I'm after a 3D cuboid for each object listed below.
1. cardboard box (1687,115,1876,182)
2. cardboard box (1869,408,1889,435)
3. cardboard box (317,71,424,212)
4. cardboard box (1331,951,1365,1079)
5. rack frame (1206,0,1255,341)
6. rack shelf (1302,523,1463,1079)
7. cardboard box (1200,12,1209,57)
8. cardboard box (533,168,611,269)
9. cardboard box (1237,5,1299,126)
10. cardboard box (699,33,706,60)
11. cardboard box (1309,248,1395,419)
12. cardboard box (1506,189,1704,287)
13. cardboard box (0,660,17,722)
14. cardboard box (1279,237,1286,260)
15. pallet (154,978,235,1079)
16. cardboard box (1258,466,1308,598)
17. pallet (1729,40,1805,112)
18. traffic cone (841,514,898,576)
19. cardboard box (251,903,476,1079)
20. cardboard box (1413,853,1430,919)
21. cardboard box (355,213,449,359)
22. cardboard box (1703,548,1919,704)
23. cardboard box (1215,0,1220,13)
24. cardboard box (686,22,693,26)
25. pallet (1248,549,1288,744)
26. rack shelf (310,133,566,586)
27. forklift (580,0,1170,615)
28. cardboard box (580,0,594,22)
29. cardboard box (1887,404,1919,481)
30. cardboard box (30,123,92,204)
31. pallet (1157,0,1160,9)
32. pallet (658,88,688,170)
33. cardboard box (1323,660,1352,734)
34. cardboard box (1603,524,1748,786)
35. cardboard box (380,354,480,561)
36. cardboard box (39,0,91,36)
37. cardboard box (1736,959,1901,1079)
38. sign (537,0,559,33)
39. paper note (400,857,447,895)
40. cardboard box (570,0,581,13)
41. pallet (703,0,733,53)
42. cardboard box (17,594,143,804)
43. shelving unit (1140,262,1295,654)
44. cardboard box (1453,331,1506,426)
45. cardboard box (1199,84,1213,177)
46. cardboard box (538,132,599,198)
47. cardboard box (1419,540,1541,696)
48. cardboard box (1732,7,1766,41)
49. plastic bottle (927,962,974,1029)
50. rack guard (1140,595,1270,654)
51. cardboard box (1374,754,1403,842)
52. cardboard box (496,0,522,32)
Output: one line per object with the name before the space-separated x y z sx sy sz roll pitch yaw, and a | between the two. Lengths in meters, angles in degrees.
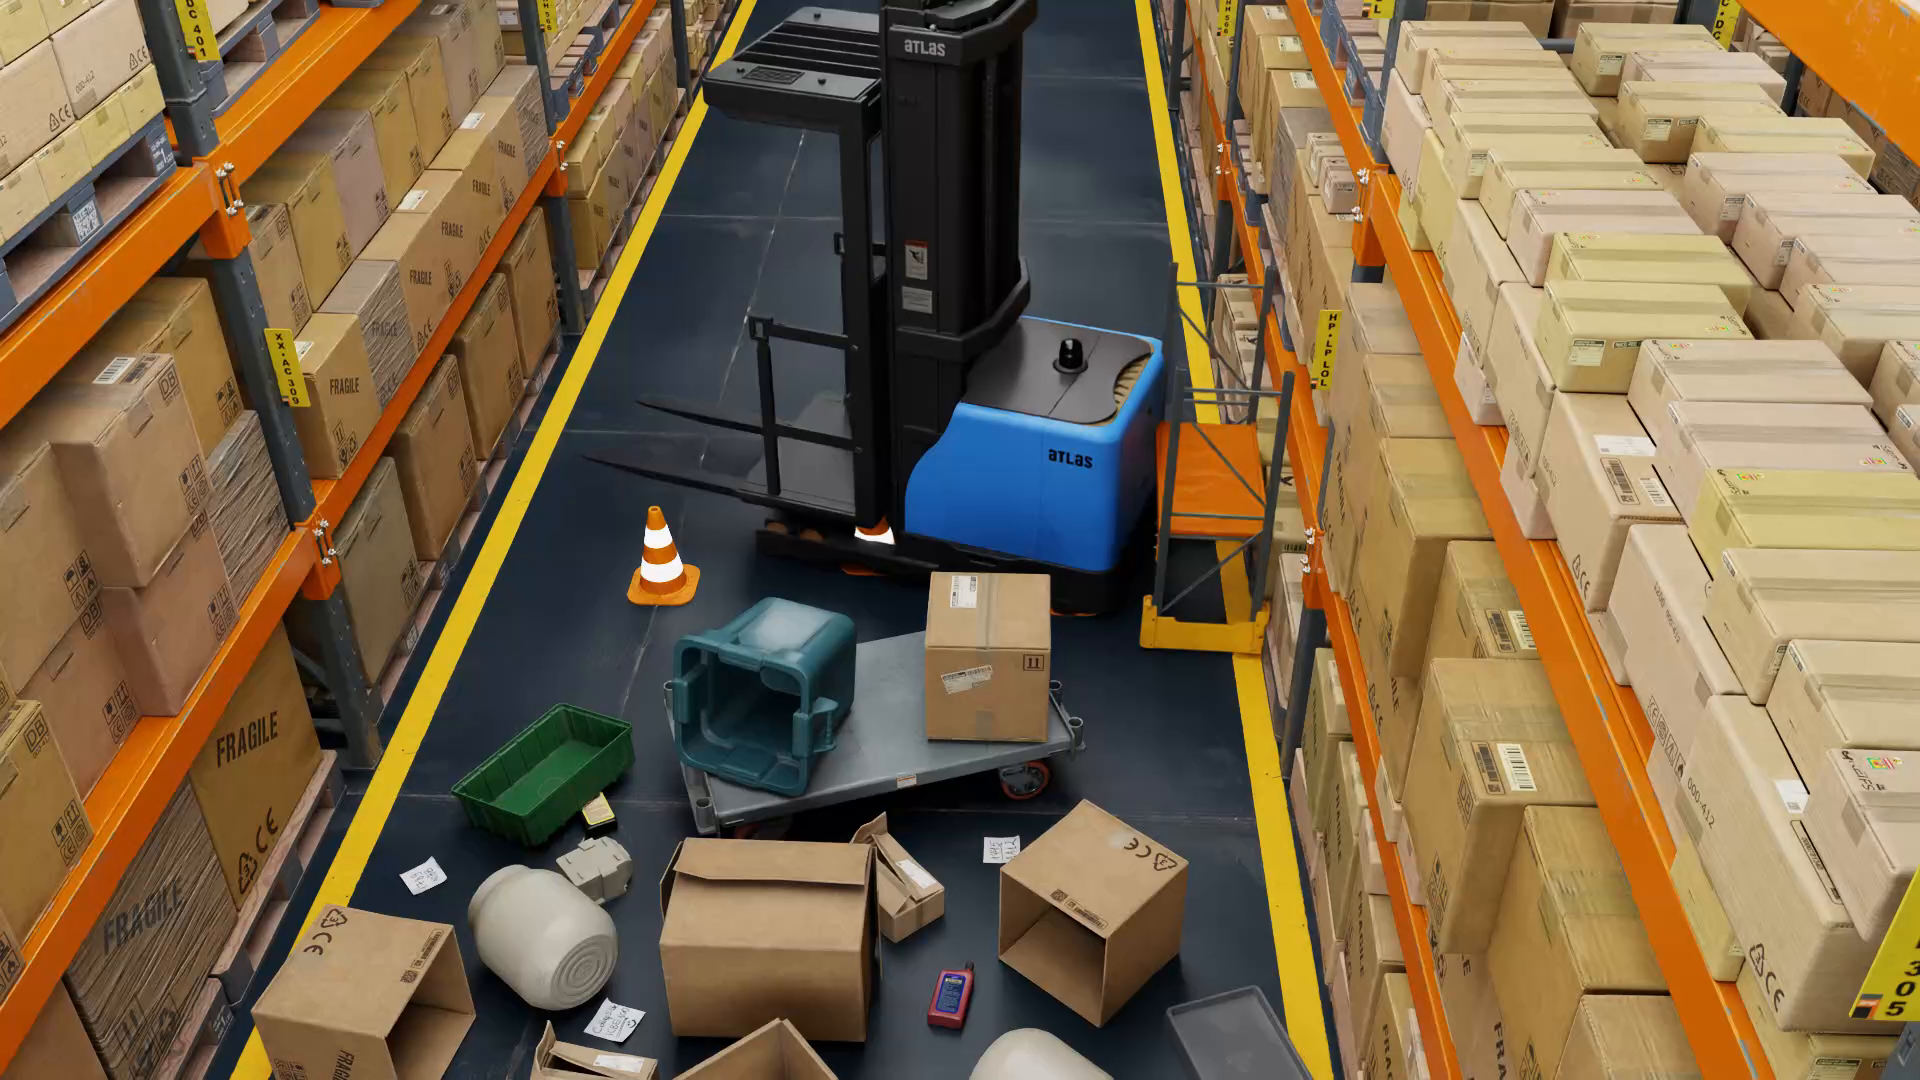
cardboard box | 2.192 -1.019 4.454 0.380 0.149 0.250 2 35 3
cardboard box | 2.051 -0.065 3.443 0.500 0.250 0.500 2 35 3
cardboard box | -2.976 -1.874 7.797 0.700 0.500 0.500 1 35 1
cardboard box | 1.577 1.691 5.707 0.500 0.250 0.500 1 35 1
rack frame | 2.060 -2.505 9.651 1.000 3.000 0.127 1 35 2
rack shelf | 1.819 1.237 4.953 1.077 0.370 4.000 1 35 2
cardboard box | 1.862 -3.323 10.945 0.500 0.250 0.500 1 35 1
cardboard box | -2.607 -2.110 10.899 0.500 0.500 0.500 0 35 0
cardboard box | 1.811 -2.586 9.055 0.500 0.500 0.500 0 35 1
cardboard box | -2.383 -4.219 14.204 0.380 0.149 0.250 2 35 3
cardboard box | 1.688 -0.812 6.531 0.500 0.500 0.500 1 35 1
cardboard box | 1.563 -0.734 4.048 0.380 0.149 0.250 1 35 1
cardboard box | -3.178 0.376 4.483 0.875 0.550 0.500 1 35 2
cardboard box | 1.748 -1.464 8.023 0.380 0.149 0.250 2 35 3
pallet | -3.206 2.016 5.644 1.003 0.211 1.213 1 35 2
cardboard box | 1.943 -0.018 8.032 0.950 0.372 0.625 3 35 5
pallet | 7.209 -3.944 14.124 1.003 0.211 1.213 1 35 2
traffic cone | -0.437 -0.103 8.440 0.336 0.463 0.334 1 35 2
cardboard box | -2.088 1.675 5.876 0.500 0.500 0.500 7 36 10
cardboard box | 1.573 0.745 4.681 0.500 0.500 0.500 2 35 2
cardboard box | -2.719 -1.177 7.674 0.500 0.500 0.500 1 35 2
cardboard box | 1.498 0.146 2.796 0.380 0.149 0.250 1 35 1
cardboard box | 1.832 -3.553 10.185 0.500 0.500 0.500 2 35 3
cardboard box | -2.475 -4.334 14.110 0.380 0.149 0.250 2 35 2
pallet | 1.929 0.487 7.819 1.003 0.211 1.213 1 35 2
rack shelf | -2.971 -1.117 8.303 1.077 0.370 4.000 1 35 2
forklift | -0.516 -1.354 8.073 3.031 2.935 1.130 12 37 17
cardboard box | -2.632 -3.499 10.920 0.380 0.149 0.250 2 35 3
cardboard box | 2.021 -0.133 3.192 0.380 0.149 0.250 1 35 2
cardboard box | -2.765 -1.090 4.795 0.380 0.149 0.250 2 35 3
pallet | 2.427 -5.499 16.336 1.003 0.211 1.213 1 35 2
pallet | -2.759 -3.271 13.166 1.003 0.211 1.213 1 35 2
cardboard box | 1.541 0.578 6.075 0.380 0.149 0.250 2 35 3
cardboard box | 1.525 0.215 3.044 0.500 0.250 0.500 1 35 1
cardboard box | -3.073 -0.427 8.286 1.050 0.750 0.750 1 35 2
cardboard box | -2.757 -1.563 4.776 0.380 0.149 0.250 1 35 2
cardboard box | 1.473 0.756 2.621 0.380 0.149 0.250 1 35 2
sign | -2.336 -3.024 9.382 0.100 0.325 0.005 1 35 2
paper note | -2.173 1.359 6.735 0.147 0.020 0.142 -24 42 -30
cardboard box | -2.644 -3.479 10.632 0.380 0.149 0.250 1 35 2
pallet | -2.692 -4.807 15.353 1.003 0.211 1.213 1 35 2
cardboard box | -3.193 0.512 5.228 0.875 0.550 0.550 1 35 2
shelving unit | 1.195 -0.399 7.881 0.587 1.500 1.083 3 35 3
cardboard box | 1.502 -0.419 4.293 0.380 0.149 0.250 1 35 1
cardboard box | 2.247 -3.228 12.163 0.875 0.875 0.875 2 35 3
cardboard box | -2.621 -2.407 10.669 0.500 0.250 0.500 0 35 0
cardboard box | 1.645 0.352 4.371 0.700 0.500 0.500 1 35 2
cardboard box | 7.107 -4.702 14.585 0.700 0.500 0.500 0 35 0
plastic bottle | -0.027 1.694 6.232 0.133 0.061 0.283 7 36 10
rack guard | 1.150 0.398 7.833 0.587 0.250 0.087 3 35 3
cardboard box | 1.505 0.805 5.160 0.380 0.149 0.250 1 35 2
cardboard box | -2.678 -3.137 9.886 0.380 0.149 0.250 1 35 2
